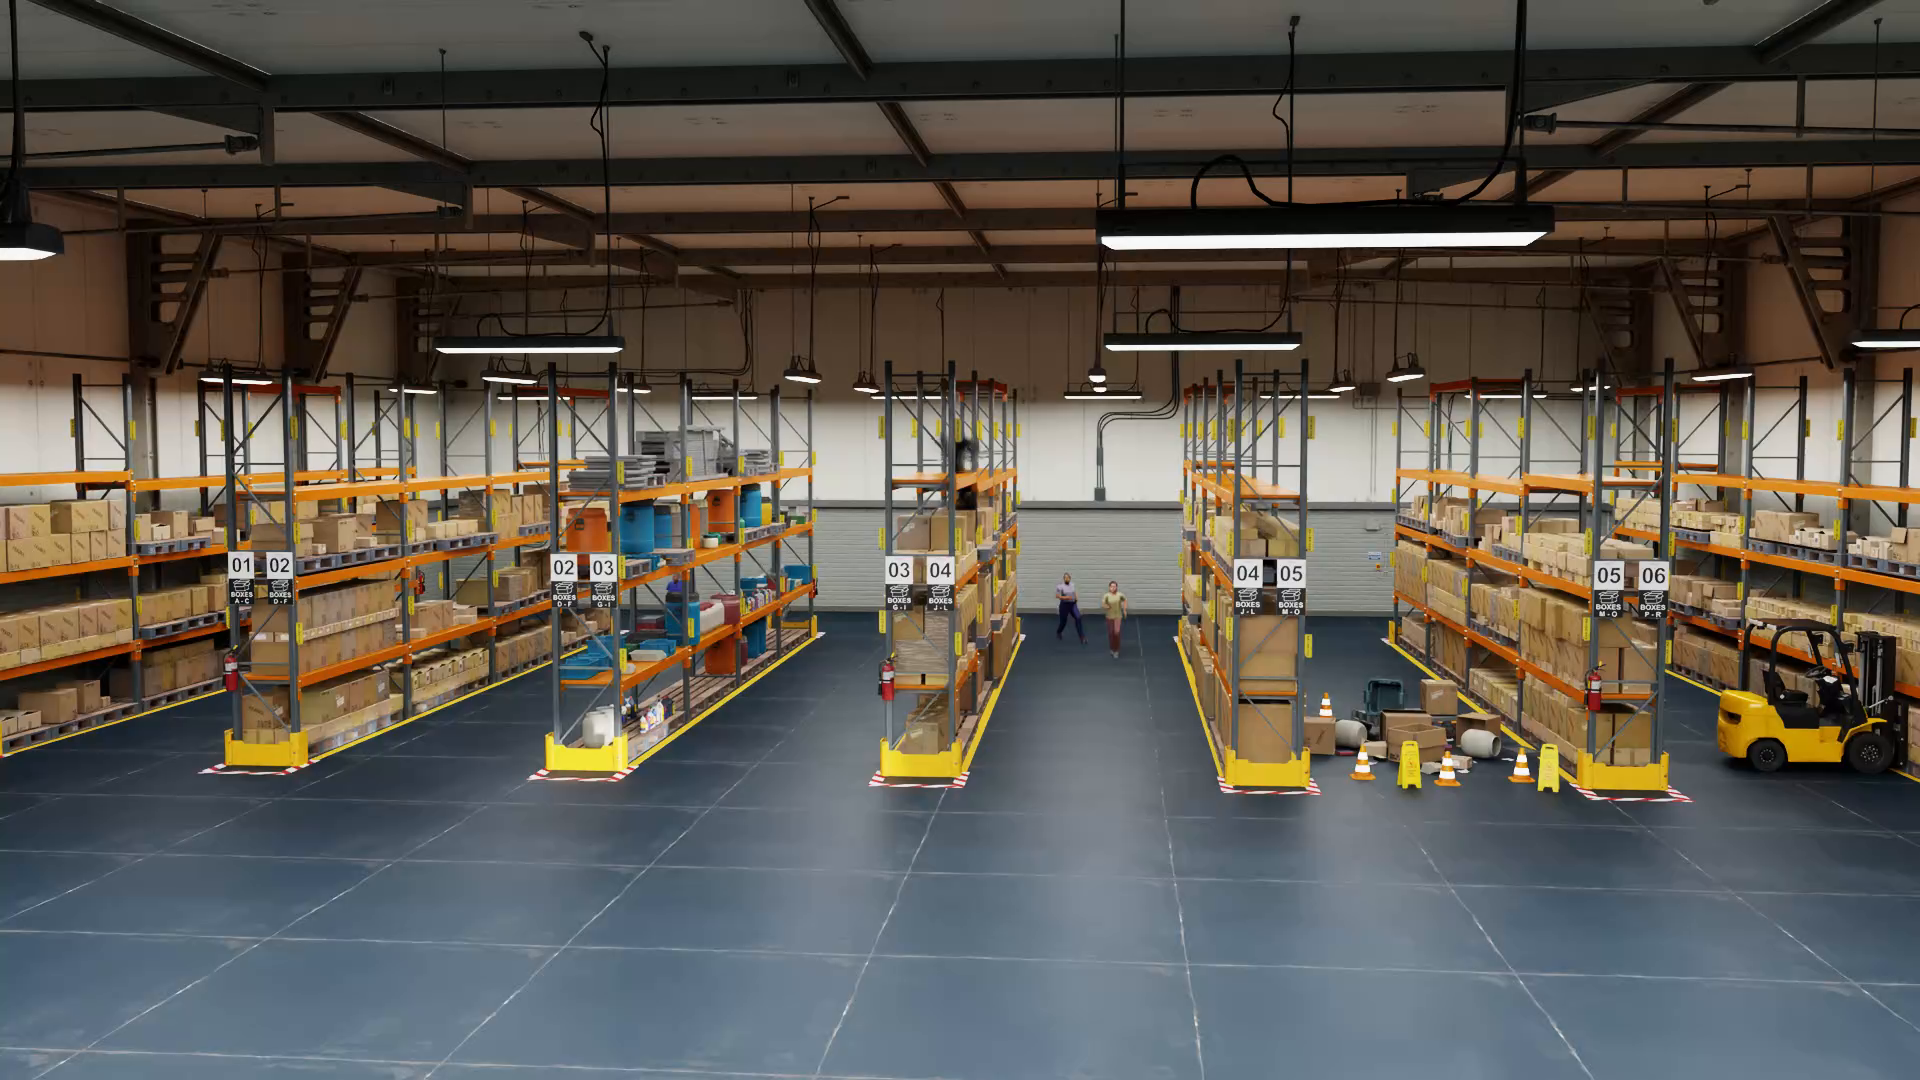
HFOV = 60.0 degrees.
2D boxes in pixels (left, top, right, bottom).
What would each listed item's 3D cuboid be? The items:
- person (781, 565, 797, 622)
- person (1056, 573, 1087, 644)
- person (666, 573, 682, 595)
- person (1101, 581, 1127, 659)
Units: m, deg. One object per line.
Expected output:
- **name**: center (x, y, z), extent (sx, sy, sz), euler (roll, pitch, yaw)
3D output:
- **person**: center (-4.484, 1.446, 41.555), extent (0.715, 1.635, 0.604), euler (1, 4, 20)
- **person**: center (2.552, 1.601, 39.349), extent (0.629, 1.652, 0.941), euler (-1, 4, -20)
- **person**: center (-6.901, 1.546, 40.771), extent (0.587, 1.551, 0.842), euler (0, 4, -3)
- **person**: center (3.393, 1.757, 36.694), extent (0.544, 1.713, 0.803), euler (1, 4, 11)
